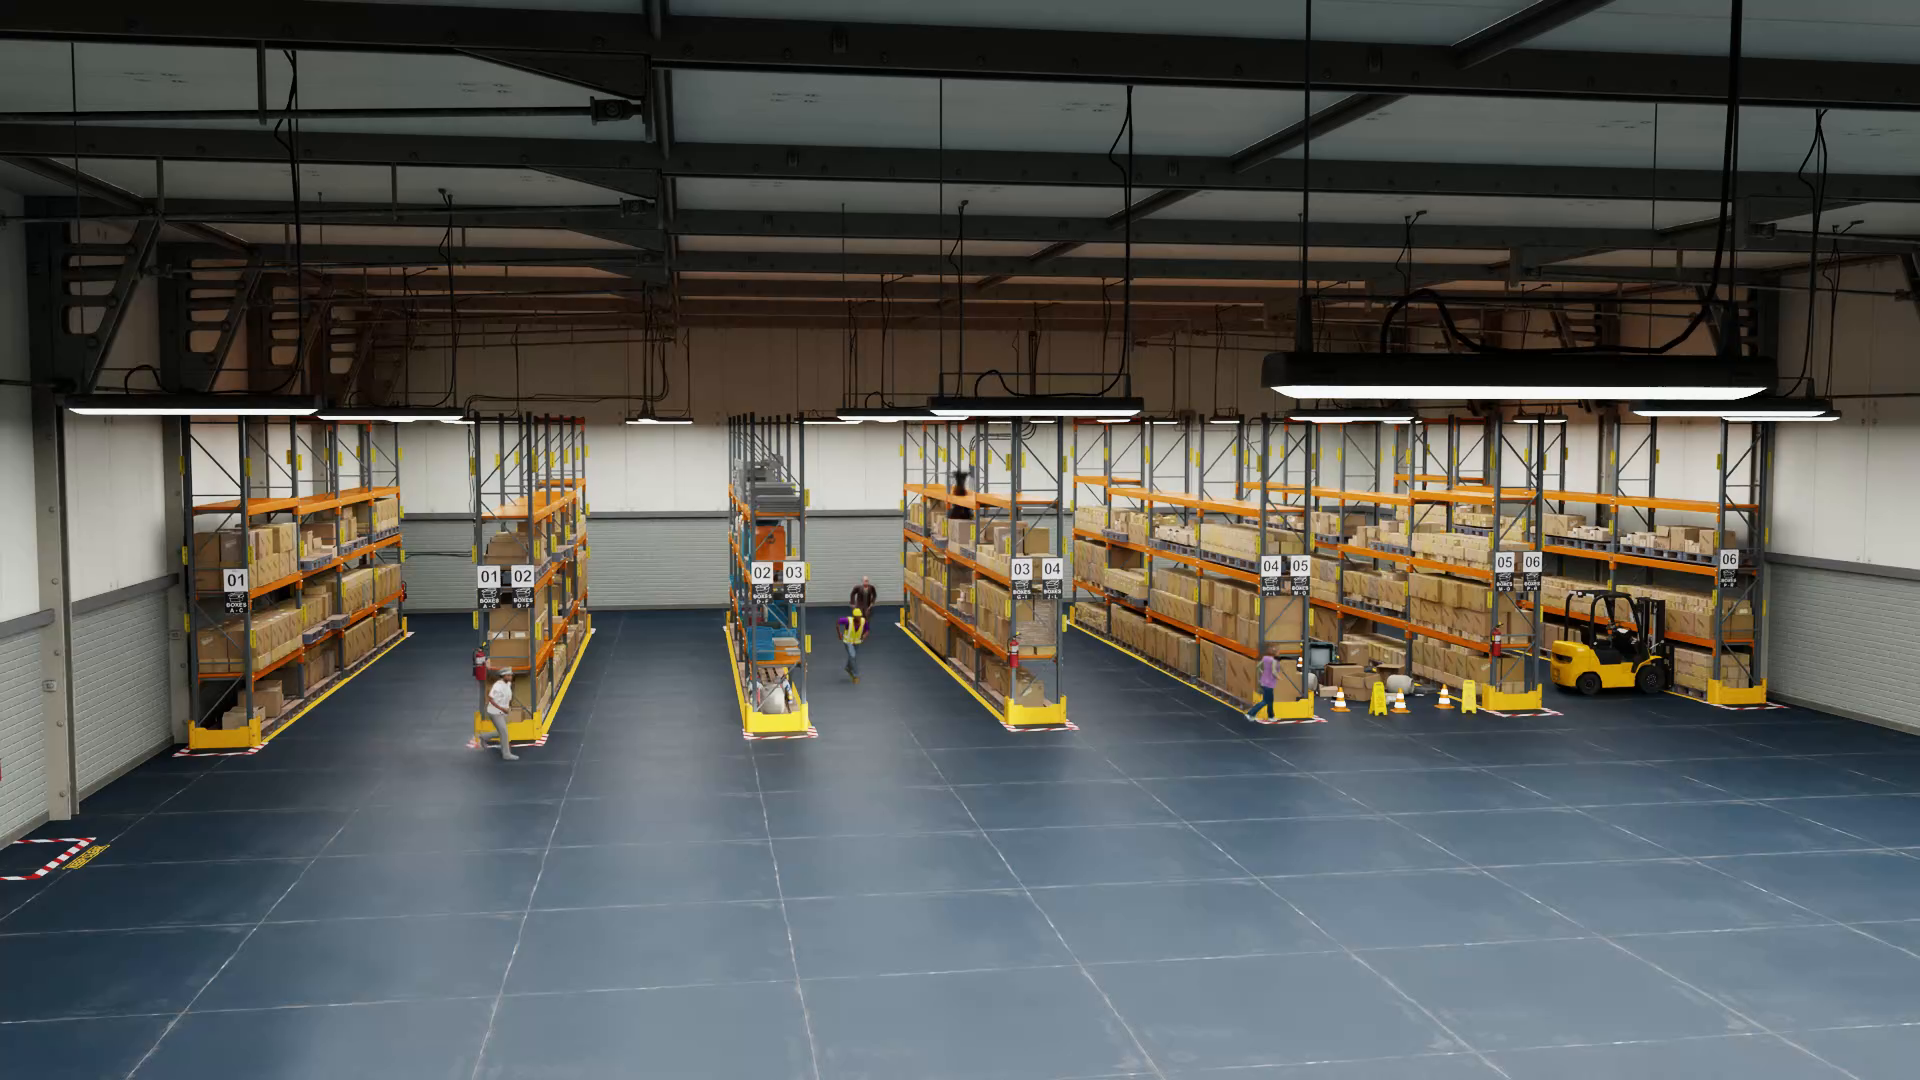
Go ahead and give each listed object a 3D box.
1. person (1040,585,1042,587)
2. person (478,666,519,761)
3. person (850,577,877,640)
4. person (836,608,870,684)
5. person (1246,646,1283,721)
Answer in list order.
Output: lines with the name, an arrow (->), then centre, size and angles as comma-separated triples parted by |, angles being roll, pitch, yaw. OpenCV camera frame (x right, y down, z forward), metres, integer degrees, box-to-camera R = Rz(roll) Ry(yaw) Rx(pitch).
person -> 2.527, 1.736, 45.475 | 0.628, 1.761, 0.679 | -1, 4, -9
person -> -7.996, 2.971, 28.564 | 0.772, 1.639, 0.563 | 1, 4, 20
person -> -2.609, 1.826, 44.844 | 0.713, 1.713, 0.710 | -1, 4, -19
person -> -2.431, 2.368, 37.471 | 0.750, 1.723, 1.044 | -1, 4, -19
person -> 5.902, 2.775, 31.838 | 0.800, 1.540, 0.656 | -1, 4, -15
